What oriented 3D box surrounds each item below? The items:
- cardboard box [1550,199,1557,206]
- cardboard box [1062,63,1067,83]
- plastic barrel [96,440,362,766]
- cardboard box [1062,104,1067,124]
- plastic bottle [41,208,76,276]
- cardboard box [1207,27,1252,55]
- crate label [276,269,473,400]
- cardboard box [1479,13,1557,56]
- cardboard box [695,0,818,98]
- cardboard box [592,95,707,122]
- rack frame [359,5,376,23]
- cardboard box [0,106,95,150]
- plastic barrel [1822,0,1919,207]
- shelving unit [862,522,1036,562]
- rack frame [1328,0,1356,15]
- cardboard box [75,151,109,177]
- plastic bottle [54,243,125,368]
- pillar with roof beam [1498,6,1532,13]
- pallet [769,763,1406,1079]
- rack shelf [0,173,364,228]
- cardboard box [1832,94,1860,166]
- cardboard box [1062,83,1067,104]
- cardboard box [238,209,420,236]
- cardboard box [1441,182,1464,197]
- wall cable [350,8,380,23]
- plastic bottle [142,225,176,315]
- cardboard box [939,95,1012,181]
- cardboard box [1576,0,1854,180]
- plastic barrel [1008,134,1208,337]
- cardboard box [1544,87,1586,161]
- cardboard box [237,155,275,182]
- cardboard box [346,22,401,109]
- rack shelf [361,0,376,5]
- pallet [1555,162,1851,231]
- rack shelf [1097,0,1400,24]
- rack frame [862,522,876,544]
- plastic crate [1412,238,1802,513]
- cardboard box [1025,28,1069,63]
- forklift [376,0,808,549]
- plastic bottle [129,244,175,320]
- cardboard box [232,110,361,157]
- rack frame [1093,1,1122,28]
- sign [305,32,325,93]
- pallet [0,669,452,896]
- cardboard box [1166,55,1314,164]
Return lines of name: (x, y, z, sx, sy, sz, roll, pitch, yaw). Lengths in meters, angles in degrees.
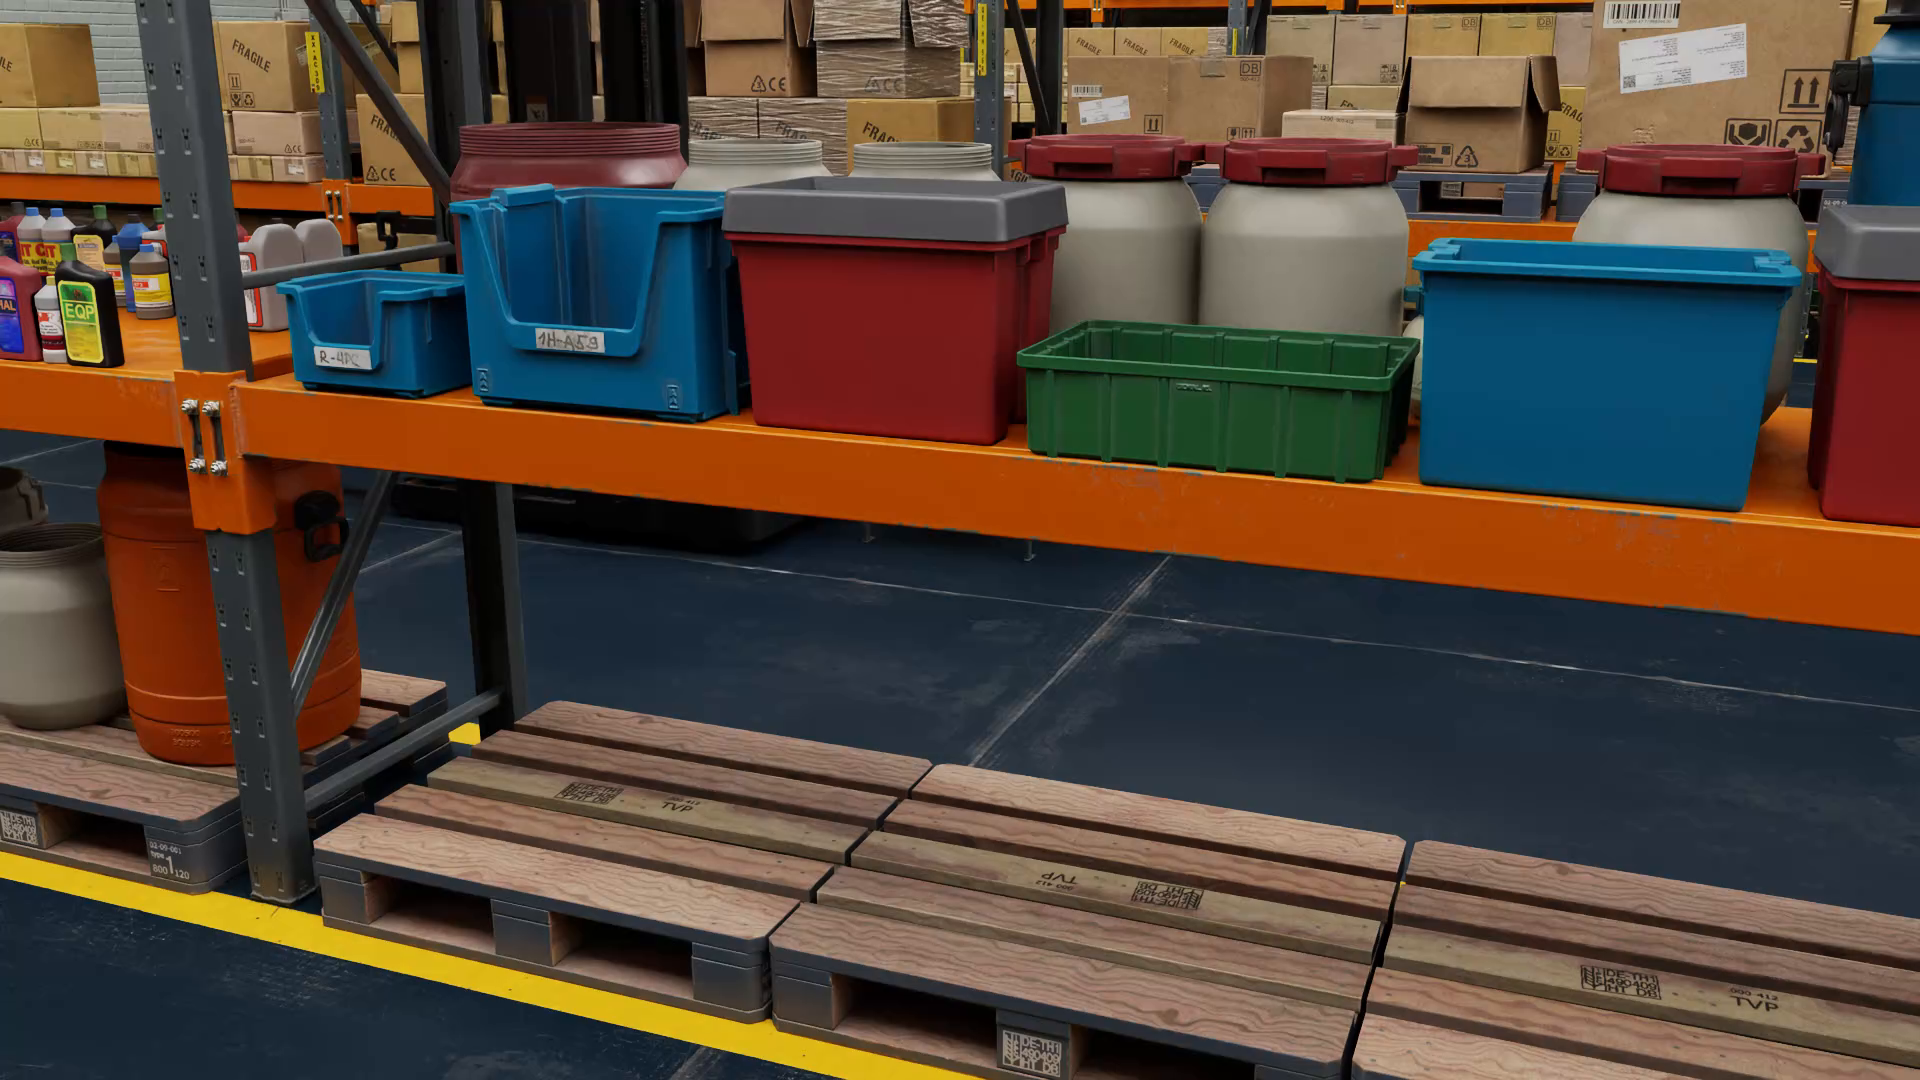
cardboard box: (4.435, -2.088, 12.266, 0.750, 0.750, 1.050, 6, 17, 21)
cardboard box: (0.870, -3.613, 12.869, 0.250, 0.149, 0.380, 7, 18, 22)
plastic barrel: (-1.972, 0.120, 4.520, 0.708, 0.830, 0.600, 6, 17, 21)
cardboard box: (0.893, -3.326, 12.949, 0.250, 0.149, 0.380, 6, 17, 20)
plastic bottle: (-2.662, -0.845, 4.935, 0.097, 0.271, 0.097, 0, 16, 0)
cardboard box: (2.885, -5.093, 17.365, 0.500, 0.500, 0.500, 7, 17, 22)
crate label: (-1.256, -0.454, 3.659, 0.416, 0.233, 0.303, 6, 17, 21)
cardboard box: (4.059, -3.560, 12.083, 0.500, 0.500, 0.700, 6, 17, 20)
cardboard box: (-0.973, -2.636, 8.894, 0.637, 0.503, 0.797, 7, 17, 22)
cardboard box: (-1.662, -2.151, 9.023, 0.500, 0.500, 0.500, 7, 17, 22)
rack frame: (-5.222, -4.054, 15.758, 0.127, 3.000, 1.000, 6, 17, 21)
cardboard box: (-5.836, -2.626, 10.574, 0.500, 0.250, 0.500, 6, 17, 19)
plastic barrel: (1.962, -0.625, 3.046, 0.708, 0.901, 0.600, 6, 17, 21)
shelving unit: (0.006, -0.720, 6.962, 0.755, 1.500, 0.431, 6, 17, 21)
rack frame: (3.943, -4.530, 17.397, 0.127, 3.000, 1.000, 6, 17, 21)
cardboard box: (-5.250, -2.352, 10.346, 0.250, 0.149, 0.380, 7, 17, 22)
plastic bottle: (-2.044, -0.550, 3.896, 0.133, 0.283, 0.061, 6, 17, 21)
pillar with roof beam: (5.724, -7.682, 17.496, 0.400, 9.000, 9.100, 6, 17, 21)
pallet: (0.327, 0.879, 3.768, 1.213, 0.211, 1.003, 6, 17, 21)
rack shelf: (-5.275, -2.228, 10.758, 4.000, 0.370, 1.077, 6, 17, 21)
cardboard box: (6.289, -2.864, 11.389, 0.550, 0.550, 0.875, 6, 17, 21)
cardboard box: (0.867, -3.471, 12.913, 0.250, 0.149, 0.380, 6, 17, 21)
cardboard box: (-3.999, -1.638, 10.495, 0.875, 0.875, 0.875, 6, 17, 21)
cardboard box: (6.336, -4.811, 21.873, 0.625, 0.625, 0.875, 7, 18, 22)
wall cable: (-8.244, -6.776, 23.311, 0.122, 1.984, 0.588, 6, 17, 21)
plastic bottle: (-2.225, -0.791, 4.740, 0.135, 0.276, 0.152, 6, 17, 21)
cardboard box: (-0.046, -2.128, 8.944, 0.500, 0.500, 0.500, 7, 18, 22)
cardboard box: (3.340, -2.158, 7.397, 1.000, 1.000, 1.000, 6, 17, 21)
plastic barrel: (0.316, -0.605, 3.634, 0.433, 0.535, 0.433, 0, 16, 0)
cardboard box: (4.418, -2.962, 11.817, 0.500, 0.500, 0.500, 6, 17, 21)
cardboard box: (-4.058, -2.221, 9.893, 0.250, 0.149, 0.380, 7, 17, 22)
cardboard box: (-3.766, -2.915, 10.225, 0.500, 0.500, 0.500, 6, 17, 21)
rack shelf: (-3.361, -4.944, 14.735, 4.000, 0.370, 1.077, 6, 17, 21)
pallet: (3.370, -1.574, 7.560, 1.213, 0.211, 1.003, 6, 17, 21)
rack shelf: (3.900, -7.117, 22.219, 4.000, 0.370, 1.077, 6, 17, 21)
rack frame: (-0.334, -0.757, 7.091, 0.023, 1.500, 0.400, 6, 17, 21)
plastic crate: (1.070, -0.290, 2.822, 0.575, 0.384, 0.392, 6, 17, 21)
cardboard box: (1.009, -5.303, 18.087, 0.500, 0.500, 0.500, 6, 17, 20)
forklift: (-2.034, -1.621, 7.499, 3.031, 2.935, 1.130, 7, 18, 22)
plastic bottle: (-2.254, -0.721, 4.633, 0.097, 0.201, 0.097, 0, 16, 0)
cardboard box: (-3.922, -2.417, 9.854, 0.500, 0.250, 0.500, 6, 17, 20)
rack frame: (2.039, -6.227, 23.242, 0.127, 3.000, 1.000, 6, 17, 21)
sign: (-3.617, -2.678, 9.325, 0.005, 0.325, 0.100, 6, 17, 21)
pallet: (-2.259, 0.594, 4.748, 1.213, 0.211, 1.003, 6, 17, 21)
cardboard box: (1.380, -2.133, 8.209, 0.500, 0.500, 0.700, 9, 19, 29)
